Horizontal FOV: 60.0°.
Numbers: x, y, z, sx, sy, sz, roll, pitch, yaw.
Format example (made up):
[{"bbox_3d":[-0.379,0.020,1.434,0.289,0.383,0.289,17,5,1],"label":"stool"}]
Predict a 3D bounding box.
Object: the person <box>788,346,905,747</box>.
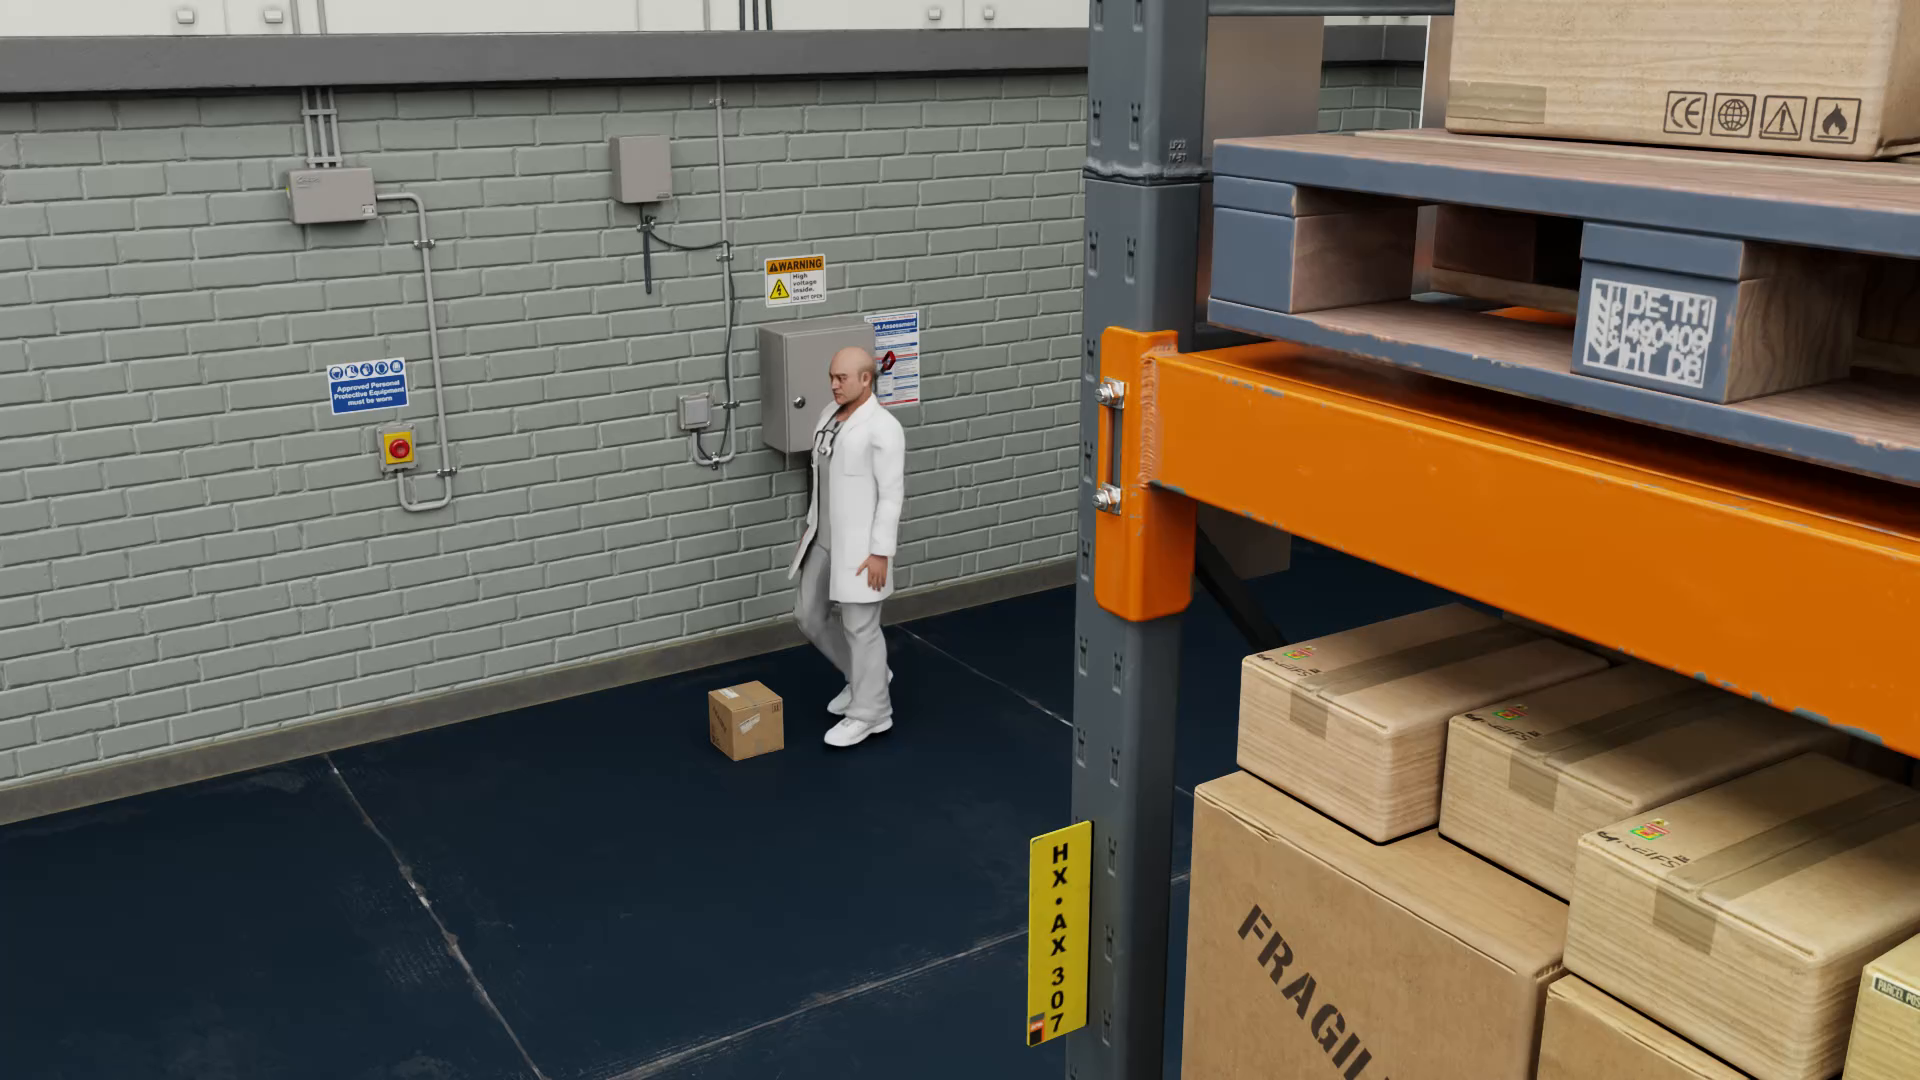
[{"bbox_3d":[-0.481,0.014,7.479,0.518,1.786,0.606,-13,22,-36],"label":"person"}]
